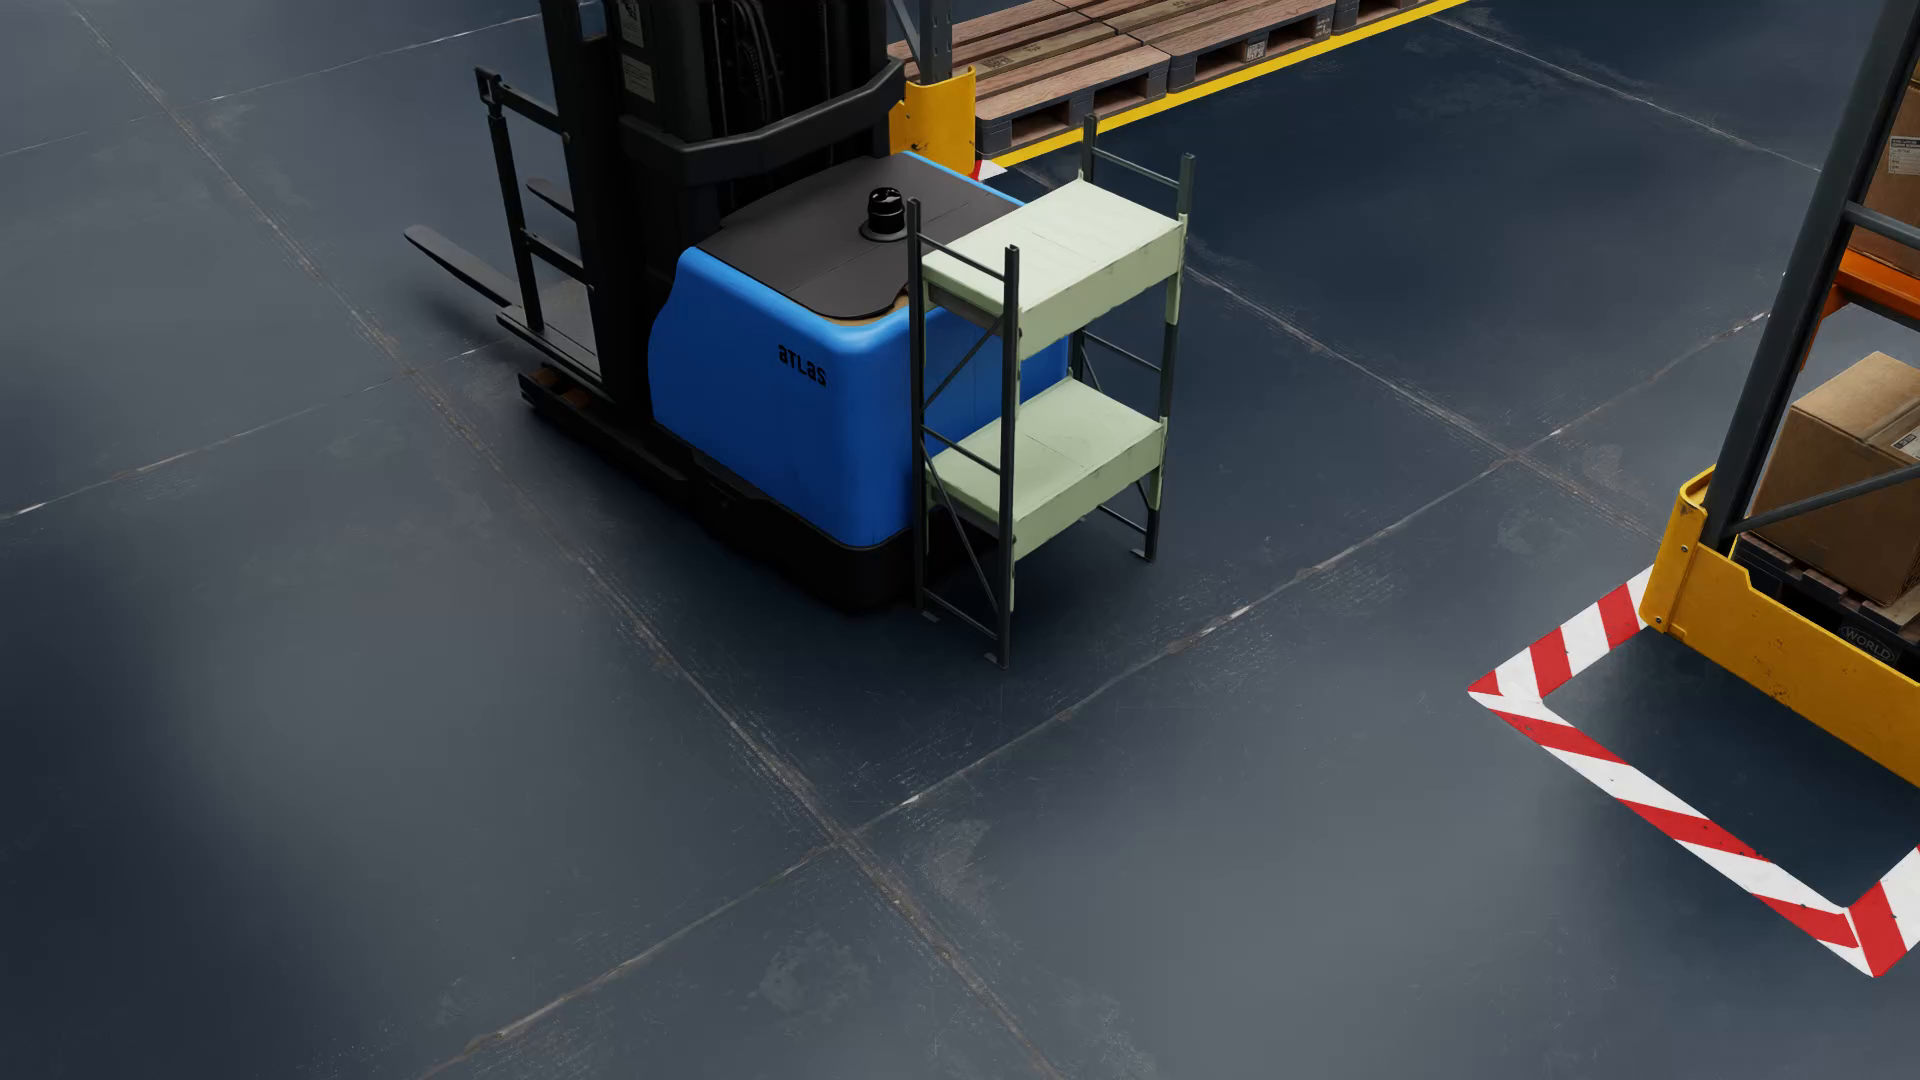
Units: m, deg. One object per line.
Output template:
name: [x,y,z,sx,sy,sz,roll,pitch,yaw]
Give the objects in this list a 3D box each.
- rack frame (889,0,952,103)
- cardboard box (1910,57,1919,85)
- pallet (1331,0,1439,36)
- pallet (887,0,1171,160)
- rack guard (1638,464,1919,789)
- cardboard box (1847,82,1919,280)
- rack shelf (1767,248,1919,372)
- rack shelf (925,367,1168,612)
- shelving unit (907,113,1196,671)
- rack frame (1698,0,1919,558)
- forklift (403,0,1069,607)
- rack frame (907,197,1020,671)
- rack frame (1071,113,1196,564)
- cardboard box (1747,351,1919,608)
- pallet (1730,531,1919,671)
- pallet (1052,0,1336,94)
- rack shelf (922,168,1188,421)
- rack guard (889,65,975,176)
rack frame: [-0.385,-3.155,7.231,0.127,3.000,1.000,-26,46,-28]
cardboard box: [2.816,-1.398,4.222,0.500,0.500,0.500,-26,46,-28]
pallet: [2.228,-3.319,9.629,1.213,0.211,1.003,-26,46,-28]
pallet: [0.293,-2.376,8.480,1.213,0.211,1.003,-26,46,-28]
rack guard: [2.691,0.275,5.021,0.348,0.500,1.175,-26,46,-28]
cardboard box: [2.820,-1.011,4.538,0.500,0.500,0.500,-25,45,-27]
rack shelf: [4.217,-1.157,5.363,4.000,0.370,1.077,-26,46,-28]
rack shelf: [0.260,-0.174,5.294,0.431,0.370,0.720,32,49,33]
shelving unit: [0.261,-0.426,5.087,0.431,1.500,0.755,32,49,33]
rack frame: [2.631,-0.662,4.192,0.127,3.000,1.000,-26,46,-28]
forklift: [-1.027,-1.742,5.563,3.031,2.935,1.130,32,49,33]
rack frame: [0.005,-0.260,4.884,0.400,1.500,0.023,32,49,33]
rack frame: [0.517,-0.592,5.289,0.400,1.500,0.023,32,49,33]
cardboard box: [2.912,-0.200,5.253,0.500,0.500,0.500,-26,46,-28]
pallet: [3.323,0.078,5.489,1.213,0.211,1.003,-26,46,-28]
pallet: [1.260,-2.845,9.051,1.213,0.211,1.003,-26,46,-28]
rack shelf: [0.261,-0.728,4.839,0.431,0.370,0.720,32,49,33]
rack guard: [-0.396,-2.172,8.004,0.348,0.500,1.175,-26,46,-28]
